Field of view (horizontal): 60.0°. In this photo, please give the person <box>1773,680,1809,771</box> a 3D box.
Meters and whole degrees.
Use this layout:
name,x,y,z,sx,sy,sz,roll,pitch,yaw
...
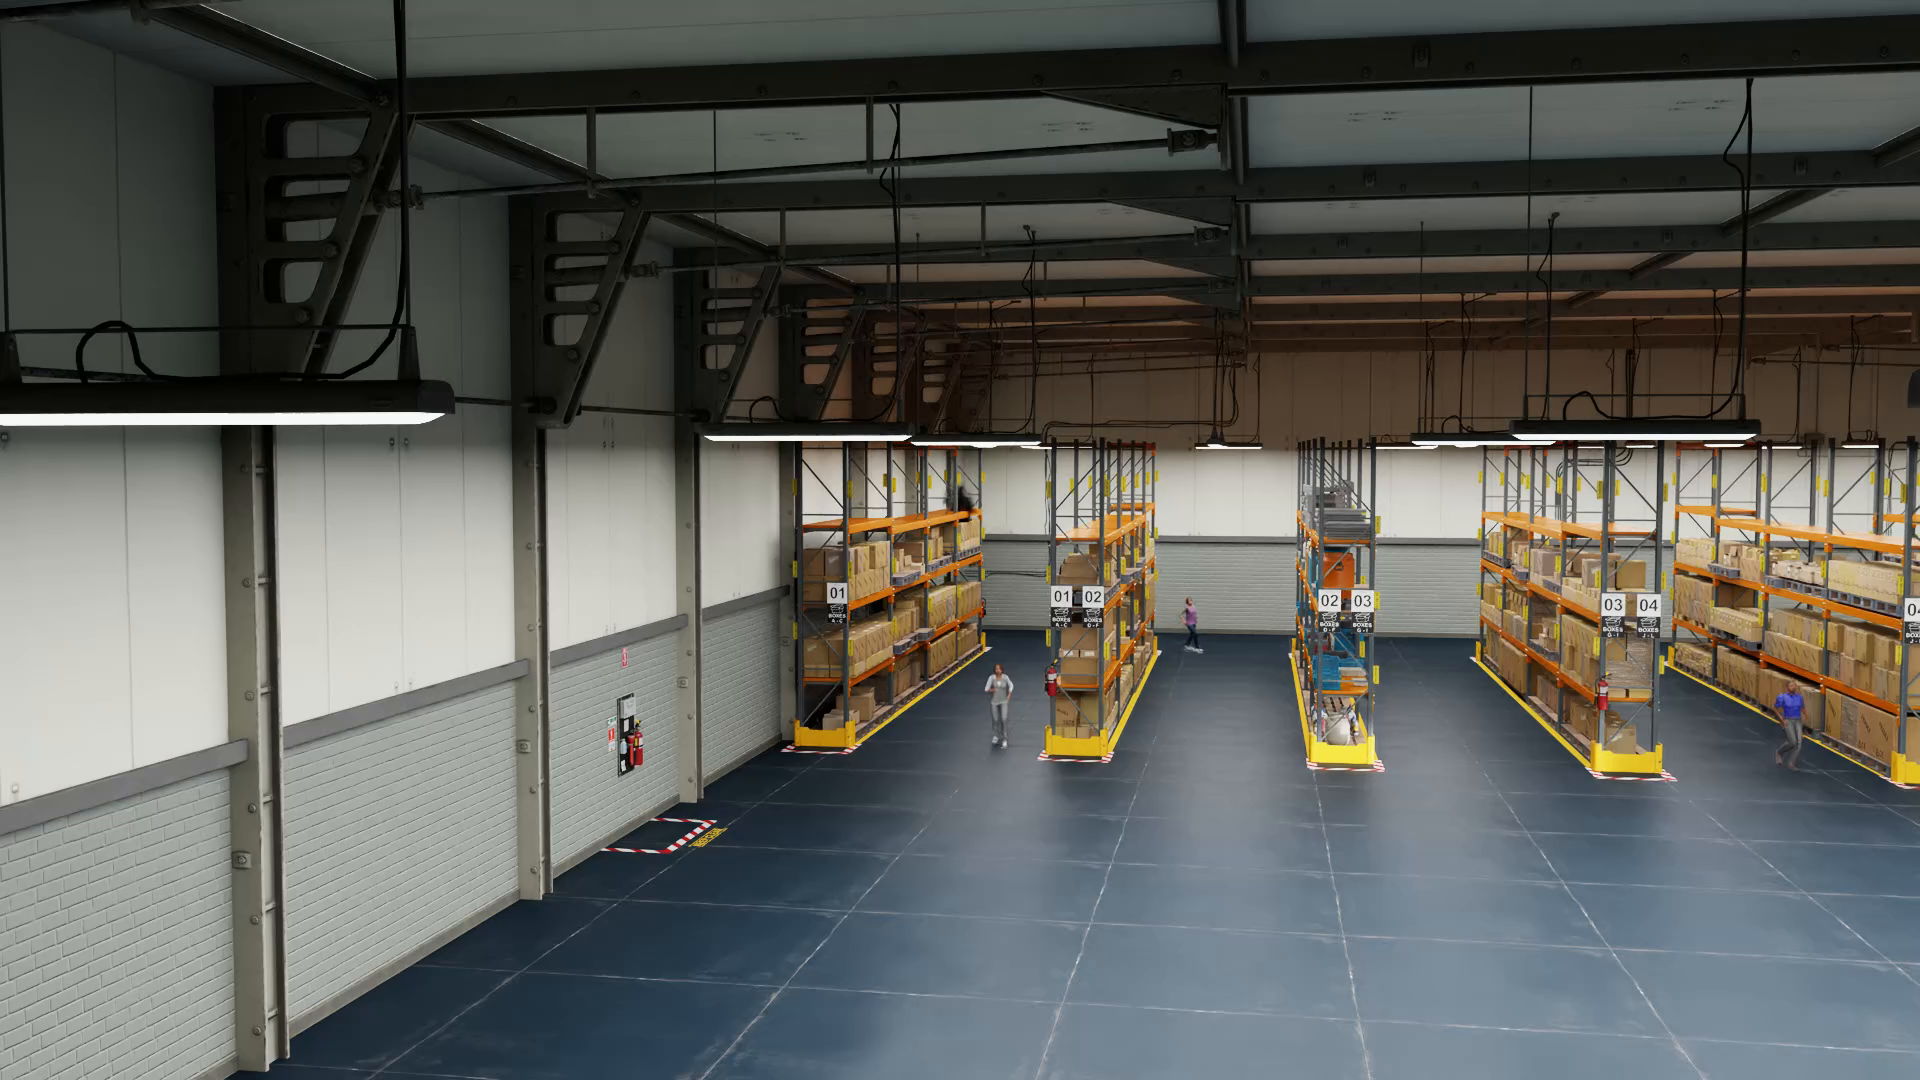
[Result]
name,x,y,z,sx,sy,sz,roll,pitch,yaw
person,15.057,3.342,30.029,0.576,1.601,0.491,0,3,-2

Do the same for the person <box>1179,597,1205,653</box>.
name,x,y,z,sx,sy,sz,roll,pitch,yaw
person,6.593,2.424,47.430,0.586,1.570,0.760,-3,4,-40

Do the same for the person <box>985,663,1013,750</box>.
name,x,y,z,sx,sy,sz,roll,pitch,yaw
person,0.751,3.205,32.246,0.545,1.653,0.657,0,3,3
